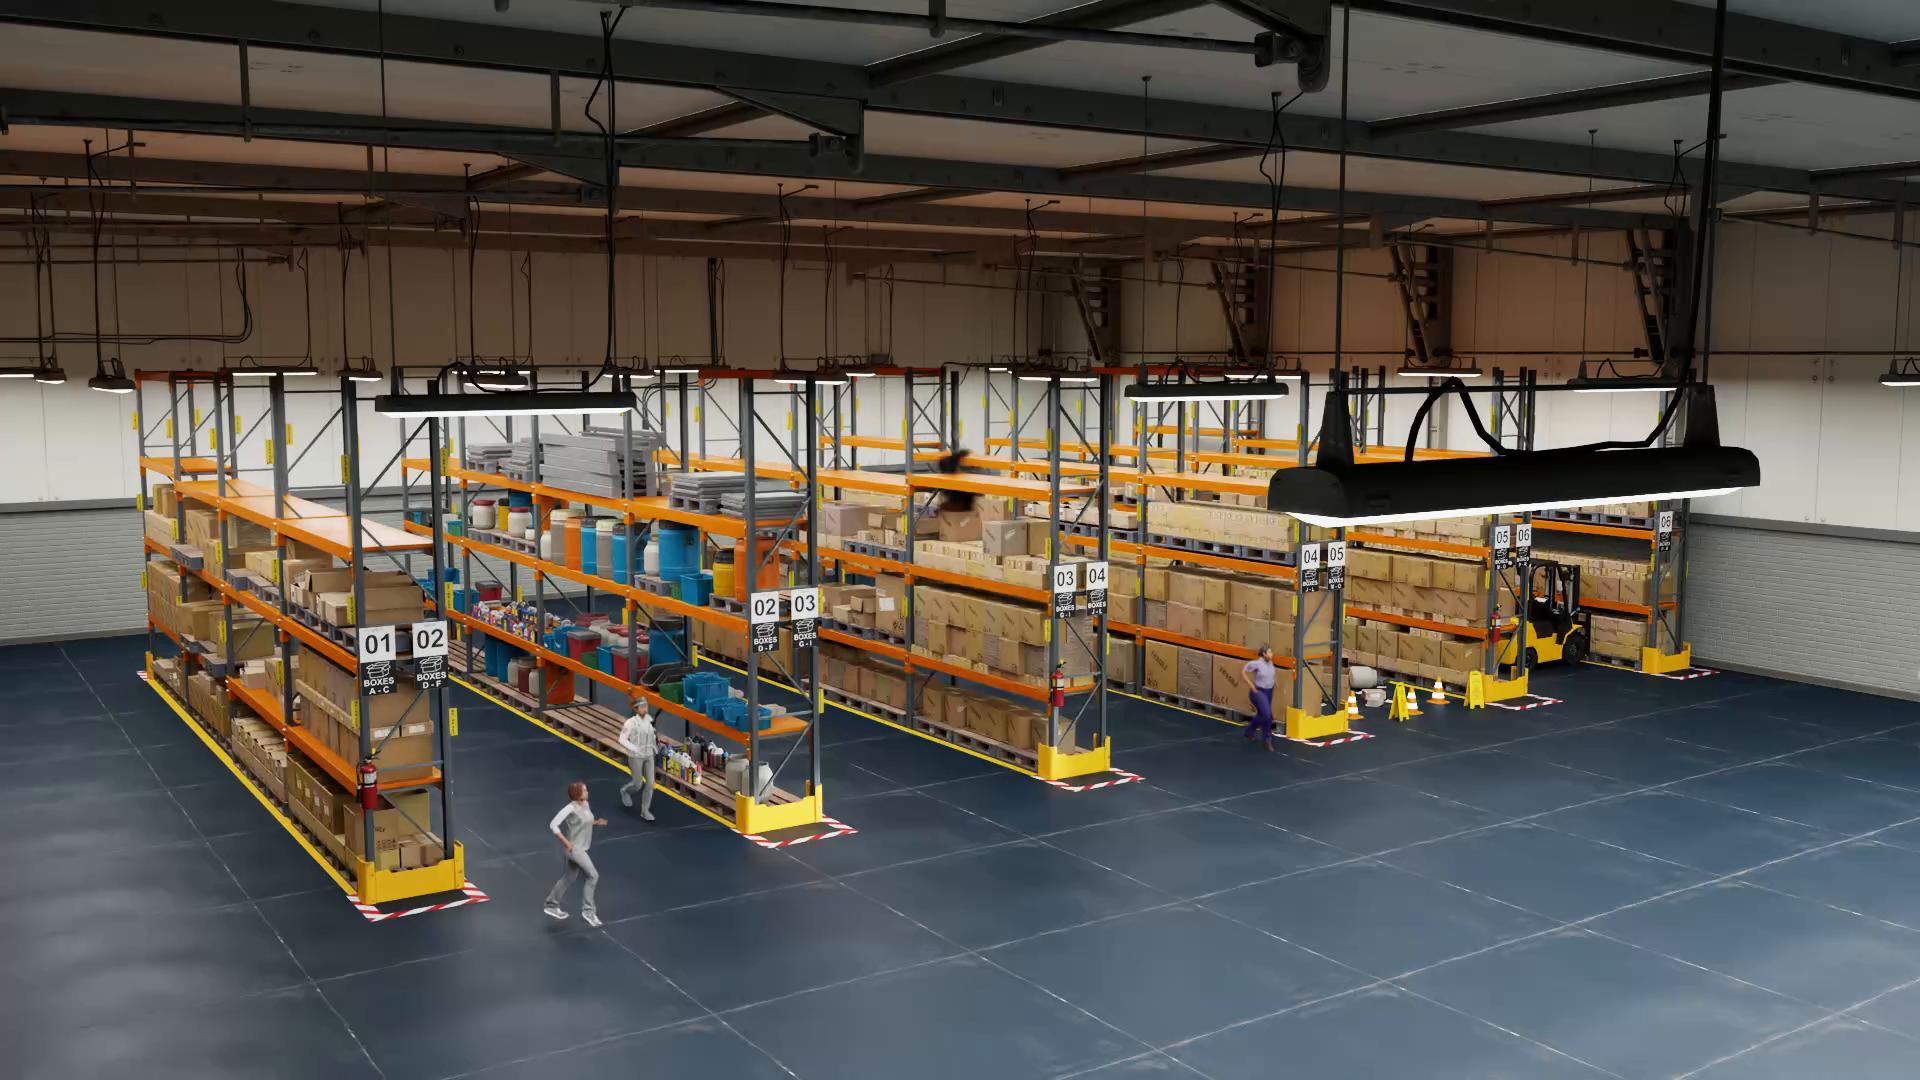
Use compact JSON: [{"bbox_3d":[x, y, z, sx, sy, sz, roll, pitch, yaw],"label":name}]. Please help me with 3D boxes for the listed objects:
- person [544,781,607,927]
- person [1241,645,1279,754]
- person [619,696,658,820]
[{"bbox_3d":[-4.265,3.473,18.438,0.721,1.646,0.509,0,6,0],"label":"person"},{"bbox_3d":[4.859,2.522,26.675,0.607,1.688,0.808,-6,9,-44],"label":"person"},{"bbox_3d":[-4.369,2.941,22.704,0.611,1.670,0.720,-6,9,-42],"label":"person"}]
